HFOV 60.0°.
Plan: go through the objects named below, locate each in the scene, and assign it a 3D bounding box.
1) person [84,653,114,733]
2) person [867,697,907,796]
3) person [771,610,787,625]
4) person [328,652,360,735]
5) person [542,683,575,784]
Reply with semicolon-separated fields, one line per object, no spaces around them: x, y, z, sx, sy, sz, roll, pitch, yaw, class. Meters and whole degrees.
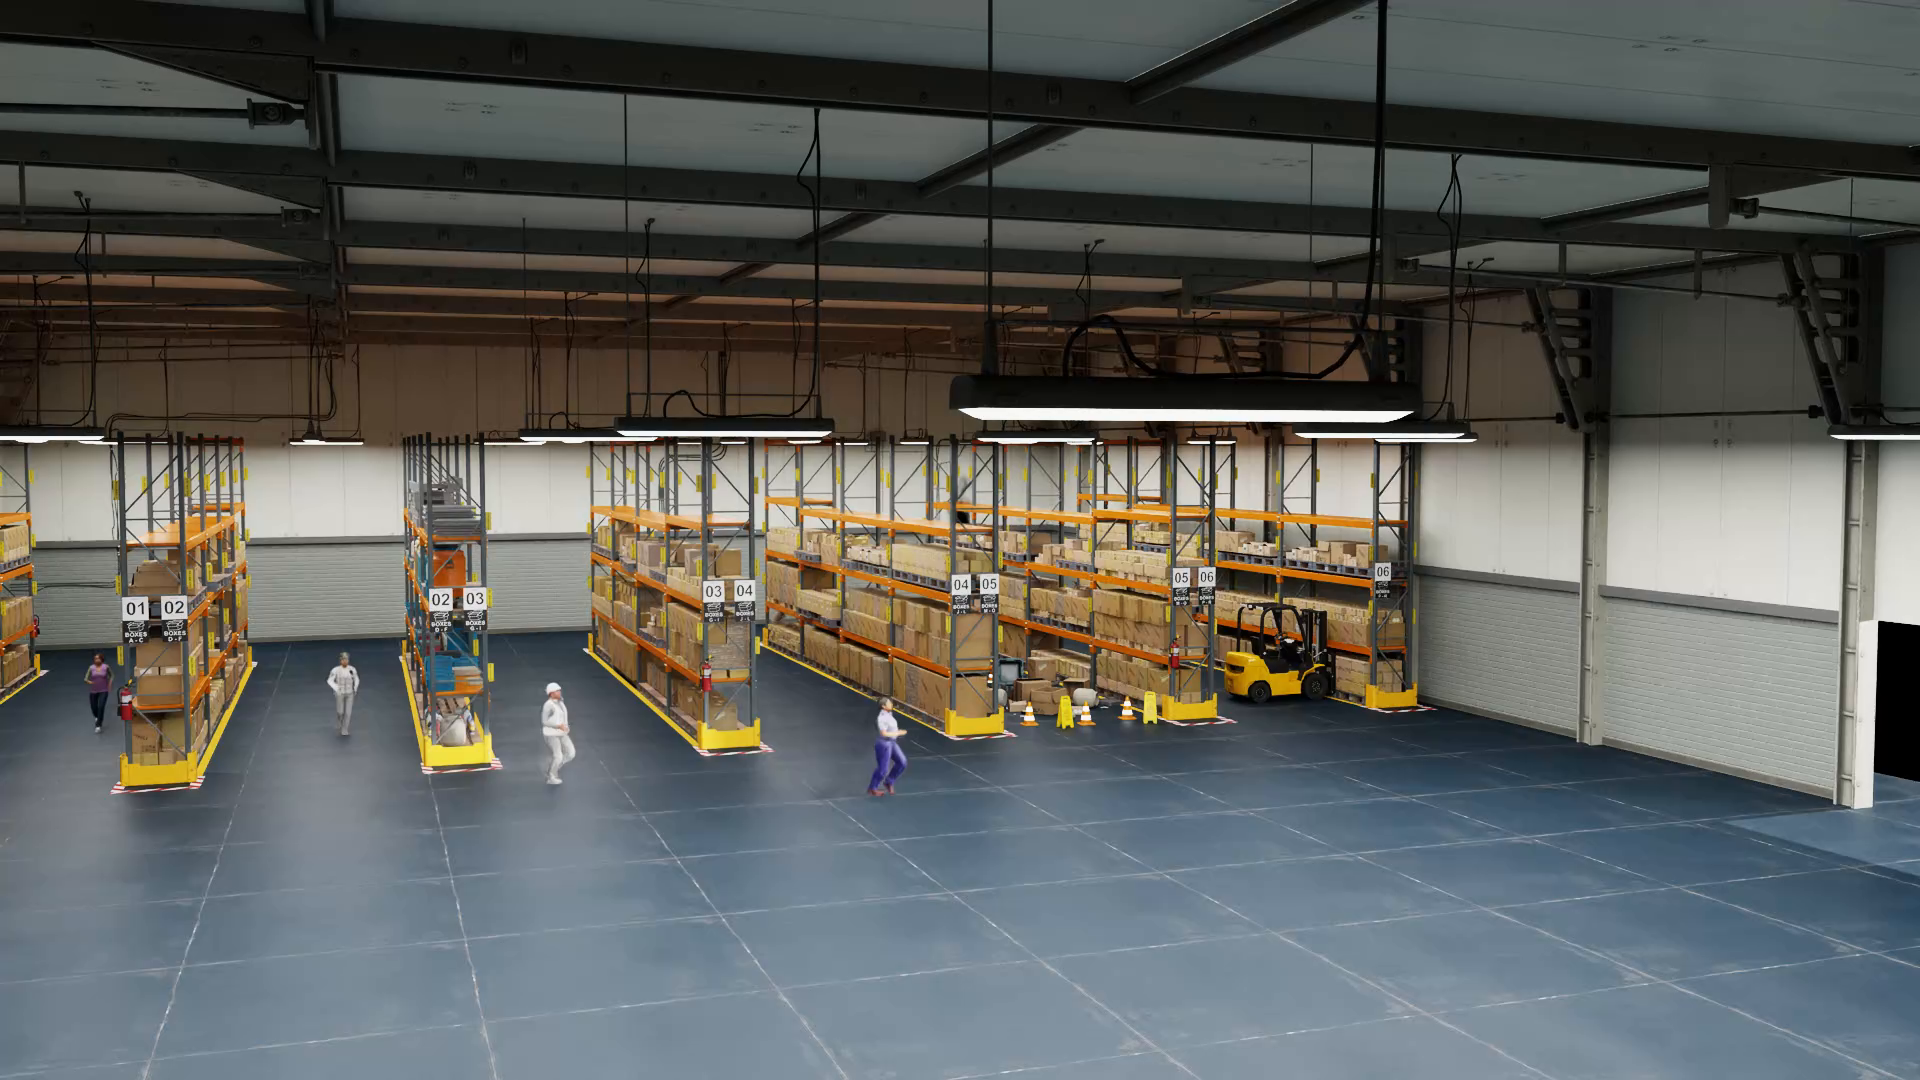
-17.361;3.065;33.545;0.537;1.565;0.753;-1;3;-23;person
-1.184;3.395;27.251;0.672;1.651;0.580;1;3;16;person
-5.344;2.080;49.660;0.647;1.664;0.713;0;3;-7;person
-12.269;3.058;33.150;0.598;1.644;0.539;-2;4;-30;person
-6.809;3.282;28.229;0.562;1.727;0.636;1;3;18;person
